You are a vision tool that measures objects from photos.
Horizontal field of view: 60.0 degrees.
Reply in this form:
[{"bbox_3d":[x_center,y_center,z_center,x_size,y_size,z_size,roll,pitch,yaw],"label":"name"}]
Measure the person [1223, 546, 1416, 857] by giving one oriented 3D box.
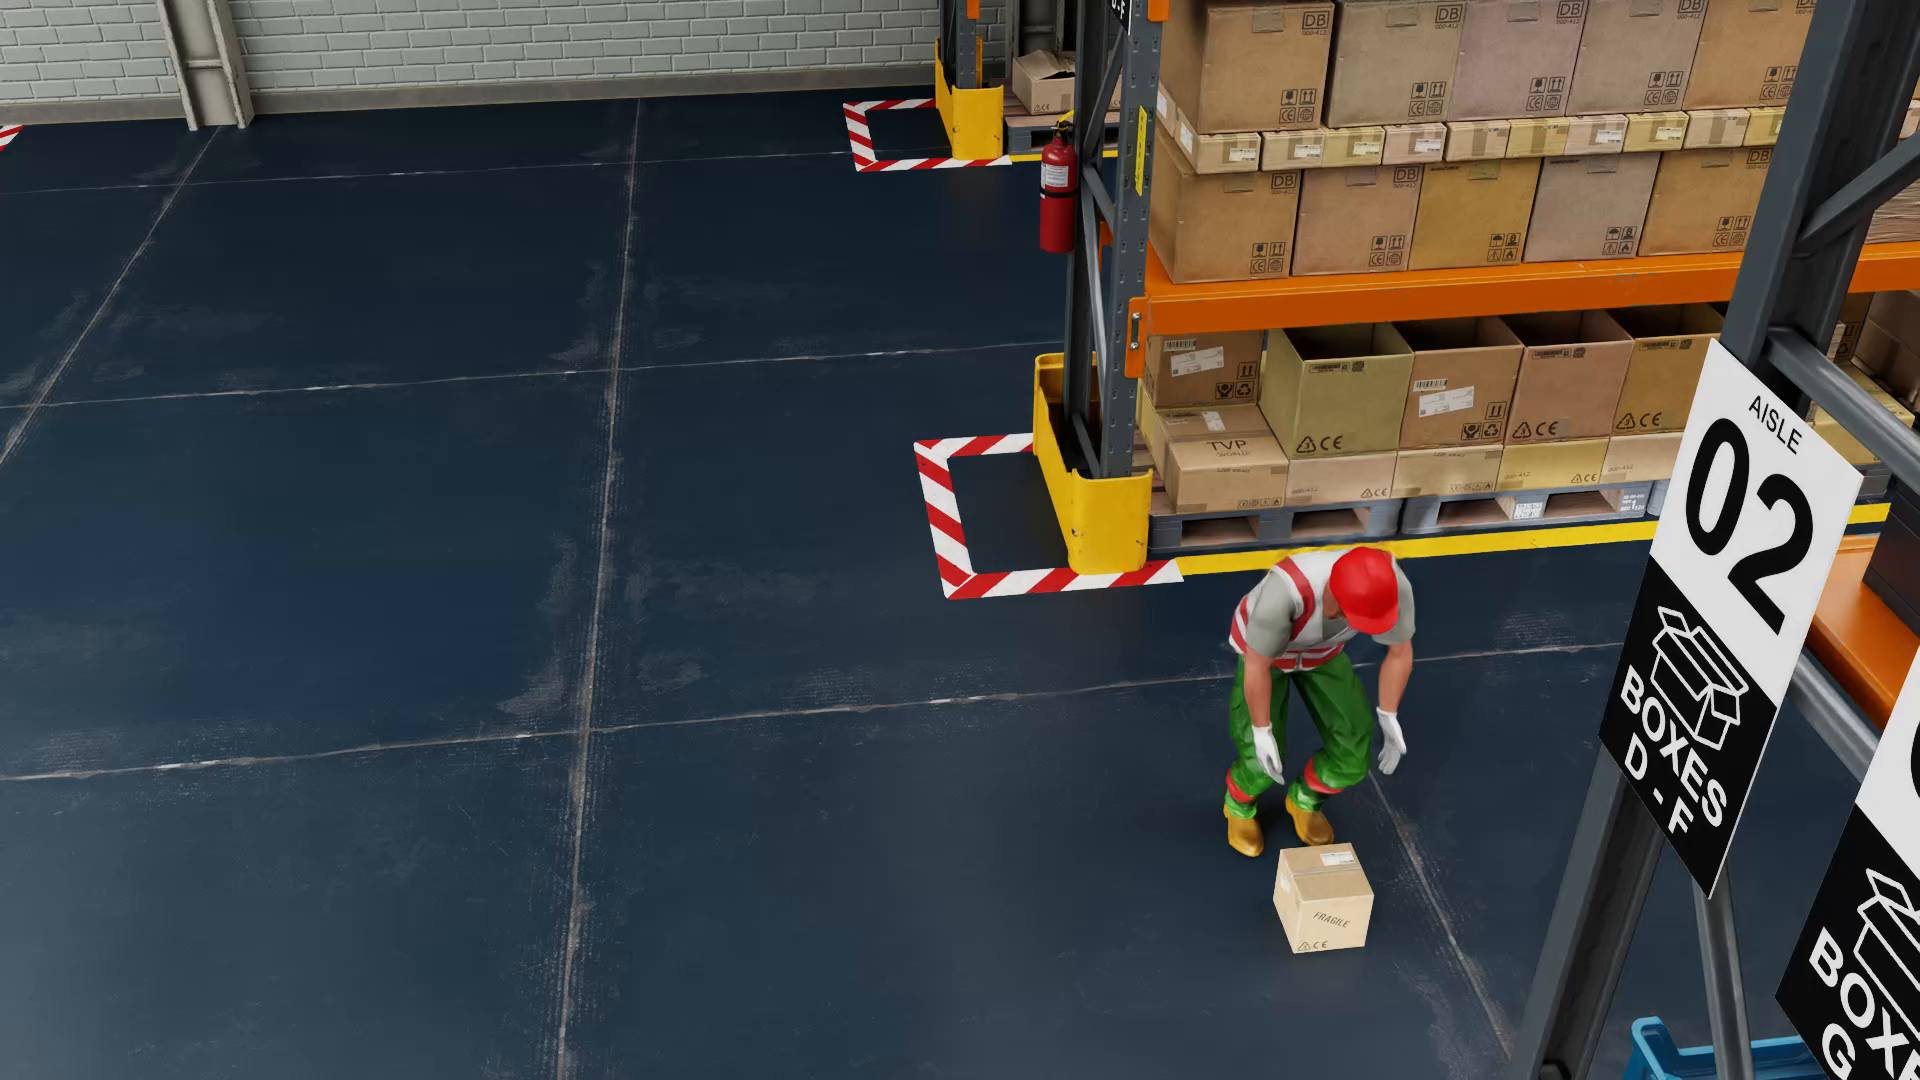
[{"bbox_3d":[1.221,0.500,5.702,0.583,1.442,0.750,-4,35,-6],"label":"person"}]
